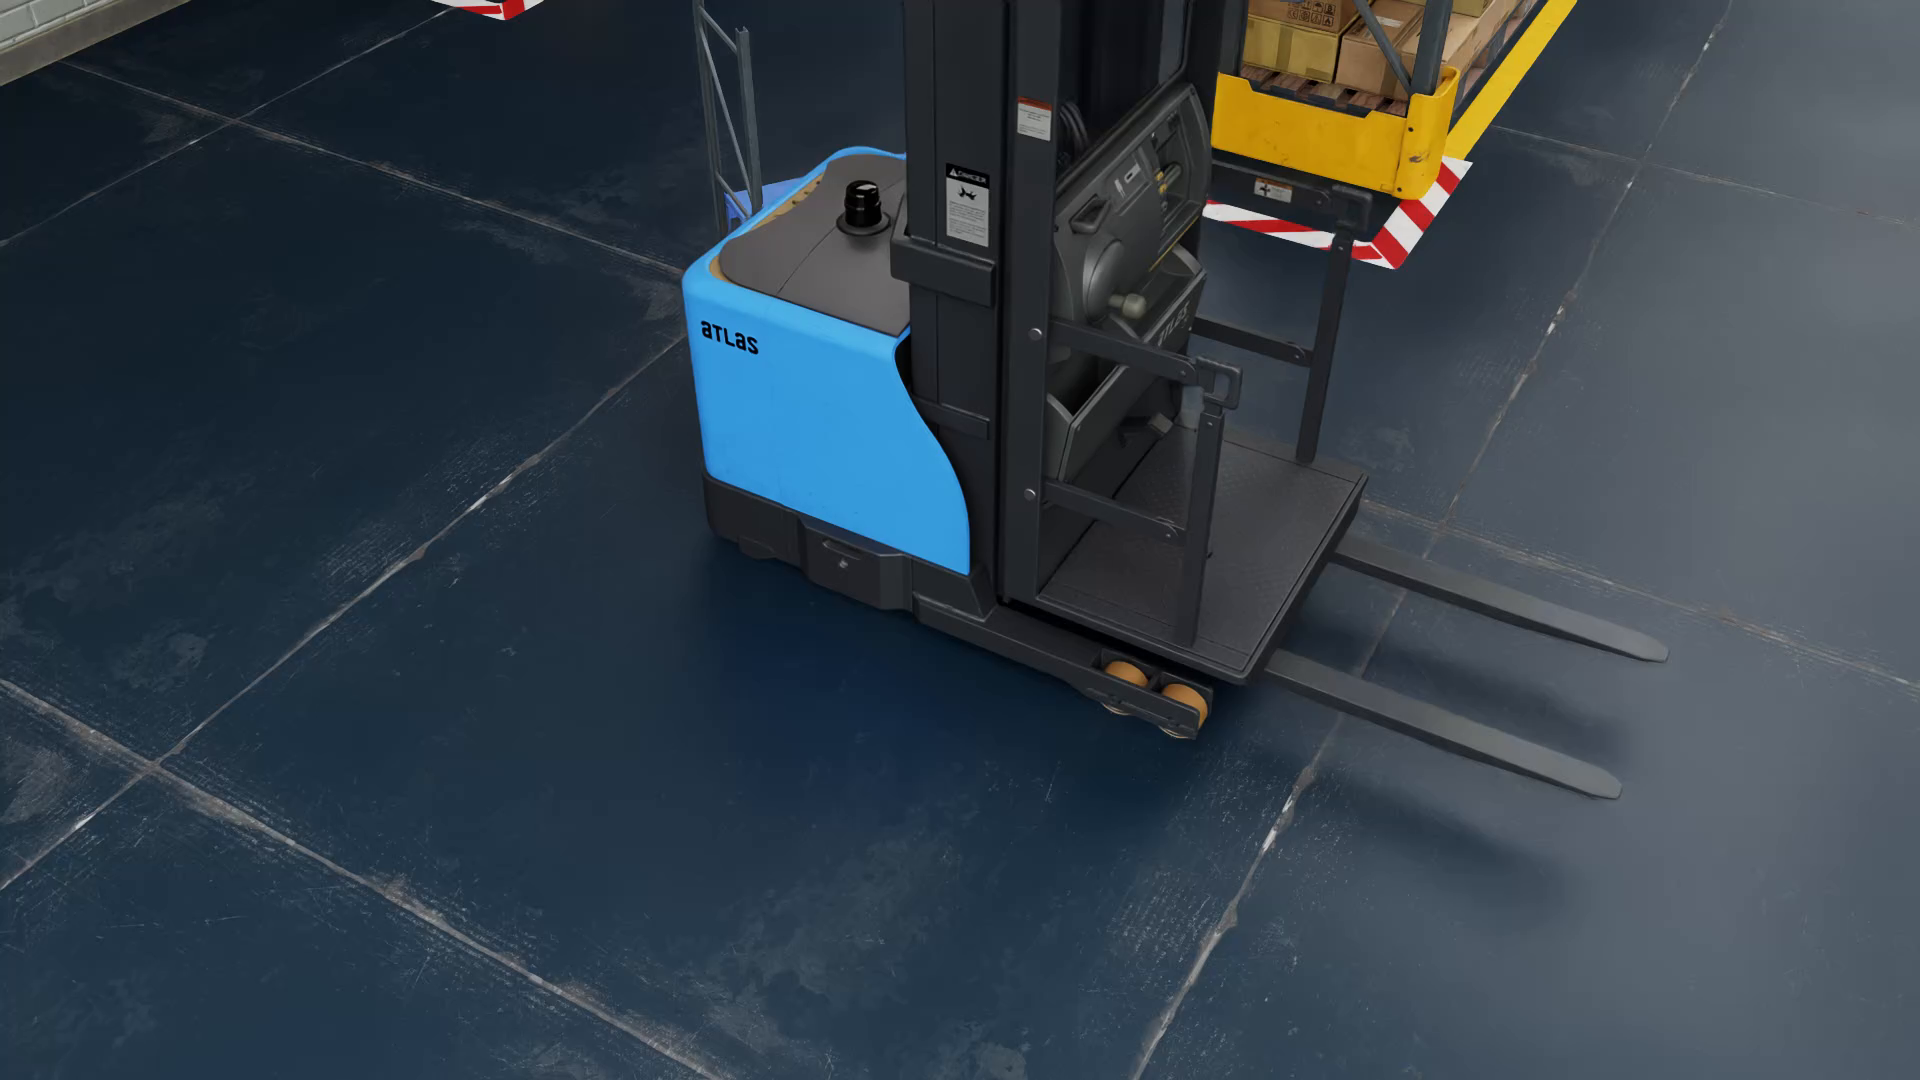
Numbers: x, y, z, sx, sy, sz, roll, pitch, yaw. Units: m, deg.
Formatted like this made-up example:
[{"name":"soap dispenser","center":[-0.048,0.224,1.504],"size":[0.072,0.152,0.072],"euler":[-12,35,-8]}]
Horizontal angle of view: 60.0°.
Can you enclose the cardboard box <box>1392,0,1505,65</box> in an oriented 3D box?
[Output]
[{"name":"cardboard box","center":[2.360,-2.591,8.186],"size":[0.500,0.250,0.500],"euler":[21,45,22]}]

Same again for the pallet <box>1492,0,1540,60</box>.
[{"name":"pallet","center":[2.610,-3.045,9.048],"size":[1.003,0.211,1.213],"euler":[21,45,22]}]

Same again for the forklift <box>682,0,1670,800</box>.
[{"name":"forklift","center":[0.669,-0.901,4.556],"size":[3.031,2.935,1.130],"euler":[21,45,22]}]

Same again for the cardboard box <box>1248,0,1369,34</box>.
[{"name":"cardboard box","center":[1.662,-2.757,7.807],"size":[0.500,0.500,0.500],"euler":[21,45,22]}]

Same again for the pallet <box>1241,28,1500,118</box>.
[{"name":"pallet","center":[1.998,-2.350,8.259],"size":[1.003,0.211,1.213],"euler":[21,45,22]}]

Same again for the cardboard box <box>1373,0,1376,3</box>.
[{"name":"cardboard box","center":[1.904,-2.765,8.383],"size":[0.500,0.250,0.500],"euler":[21,45,22]}]

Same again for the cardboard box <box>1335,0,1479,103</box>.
[{"name":"cardboard box","center":[2.113,-2.304,7.859],"size":[0.500,0.250,0.500],"euler":[21,45,22]}]

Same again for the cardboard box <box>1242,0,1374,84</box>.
[{"name":"cardboard box","center":[1.664,-2.475,8.054],"size":[0.500,0.250,0.500],"euler":[21,45,22]}]

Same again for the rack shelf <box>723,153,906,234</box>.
[{"name":"rack shelf","center":[-0.343,-1.224,6.277],"size":[1.000,0.185,0.538],"euler":[-18,44,-19]}]

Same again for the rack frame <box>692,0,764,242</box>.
[{"name":"rack frame","center":[-0.801,-1.213,5.992],"size":[0.032,1.500,0.500],"euler":[-18,44,-19]}]

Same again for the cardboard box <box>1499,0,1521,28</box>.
[{"name":"cardboard box","center":[2.610,-2.877,8.510],"size":[0.500,0.250,0.500],"euler":[21,45,22]}]

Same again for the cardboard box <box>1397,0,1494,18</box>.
[{"name":"cardboard box","center":[2.361,-2.872,7.937],"size":[0.500,0.500,0.500],"euler":[21,45,22]}]

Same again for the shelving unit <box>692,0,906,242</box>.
[{"name":"shelving unit","center":[-0.343,-1.359,6.158],"size":[1.048,1.500,0.538],"euler":[-18,44,-19]}]

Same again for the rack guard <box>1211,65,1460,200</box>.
[{"name":"rack guard","center":[1.640,-1.993,7.635],"size":[1.175,0.500,0.348],"euler":[21,45,22]}]

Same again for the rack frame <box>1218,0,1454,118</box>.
[{"name":"rack frame","center":[1.652,-2.945,6.824],"size":[1.000,3.000,0.127],"euler":[21,45,22]}]
